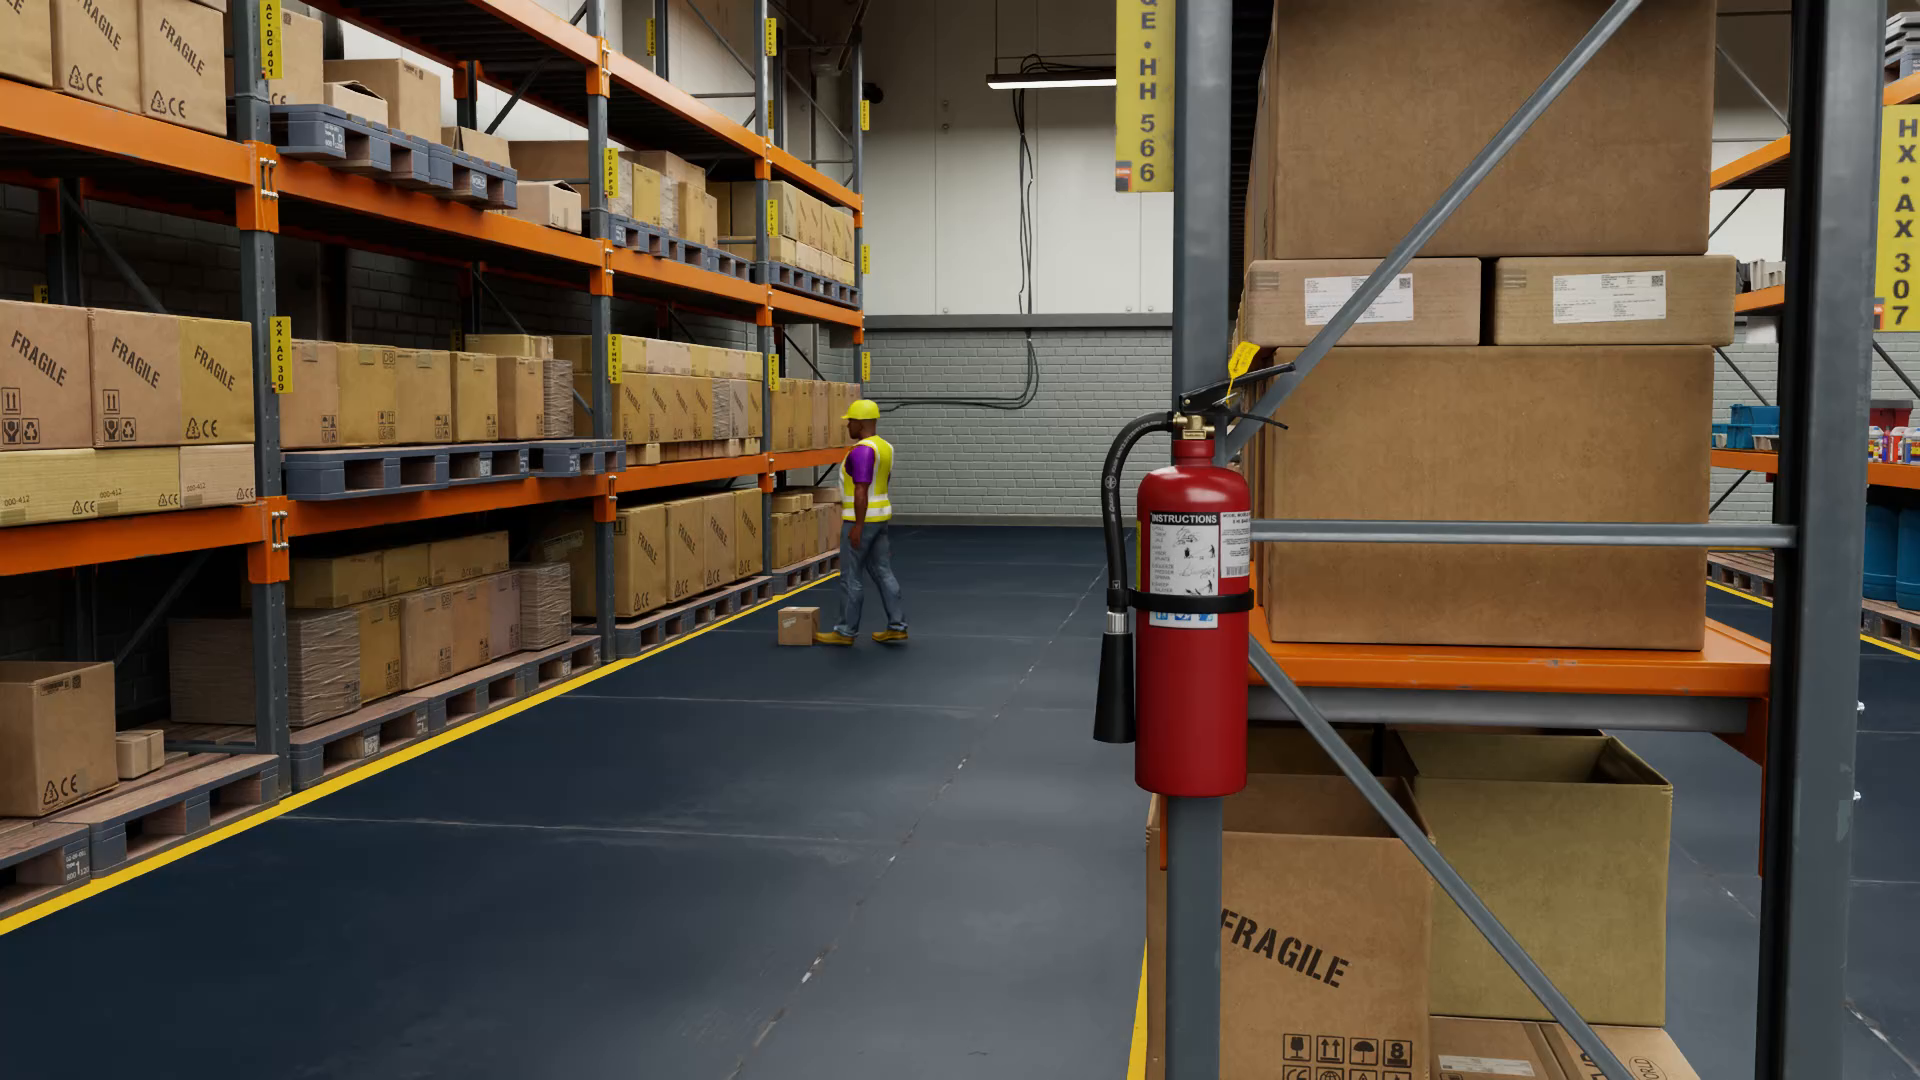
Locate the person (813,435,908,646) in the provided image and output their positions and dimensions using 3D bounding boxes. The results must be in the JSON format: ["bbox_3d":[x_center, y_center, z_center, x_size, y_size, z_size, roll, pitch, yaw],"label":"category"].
[{"bbox_3d":[7.211,-0.382,6.164,19.672,3.192,5.503,2,5,21],"label":"person"}]
